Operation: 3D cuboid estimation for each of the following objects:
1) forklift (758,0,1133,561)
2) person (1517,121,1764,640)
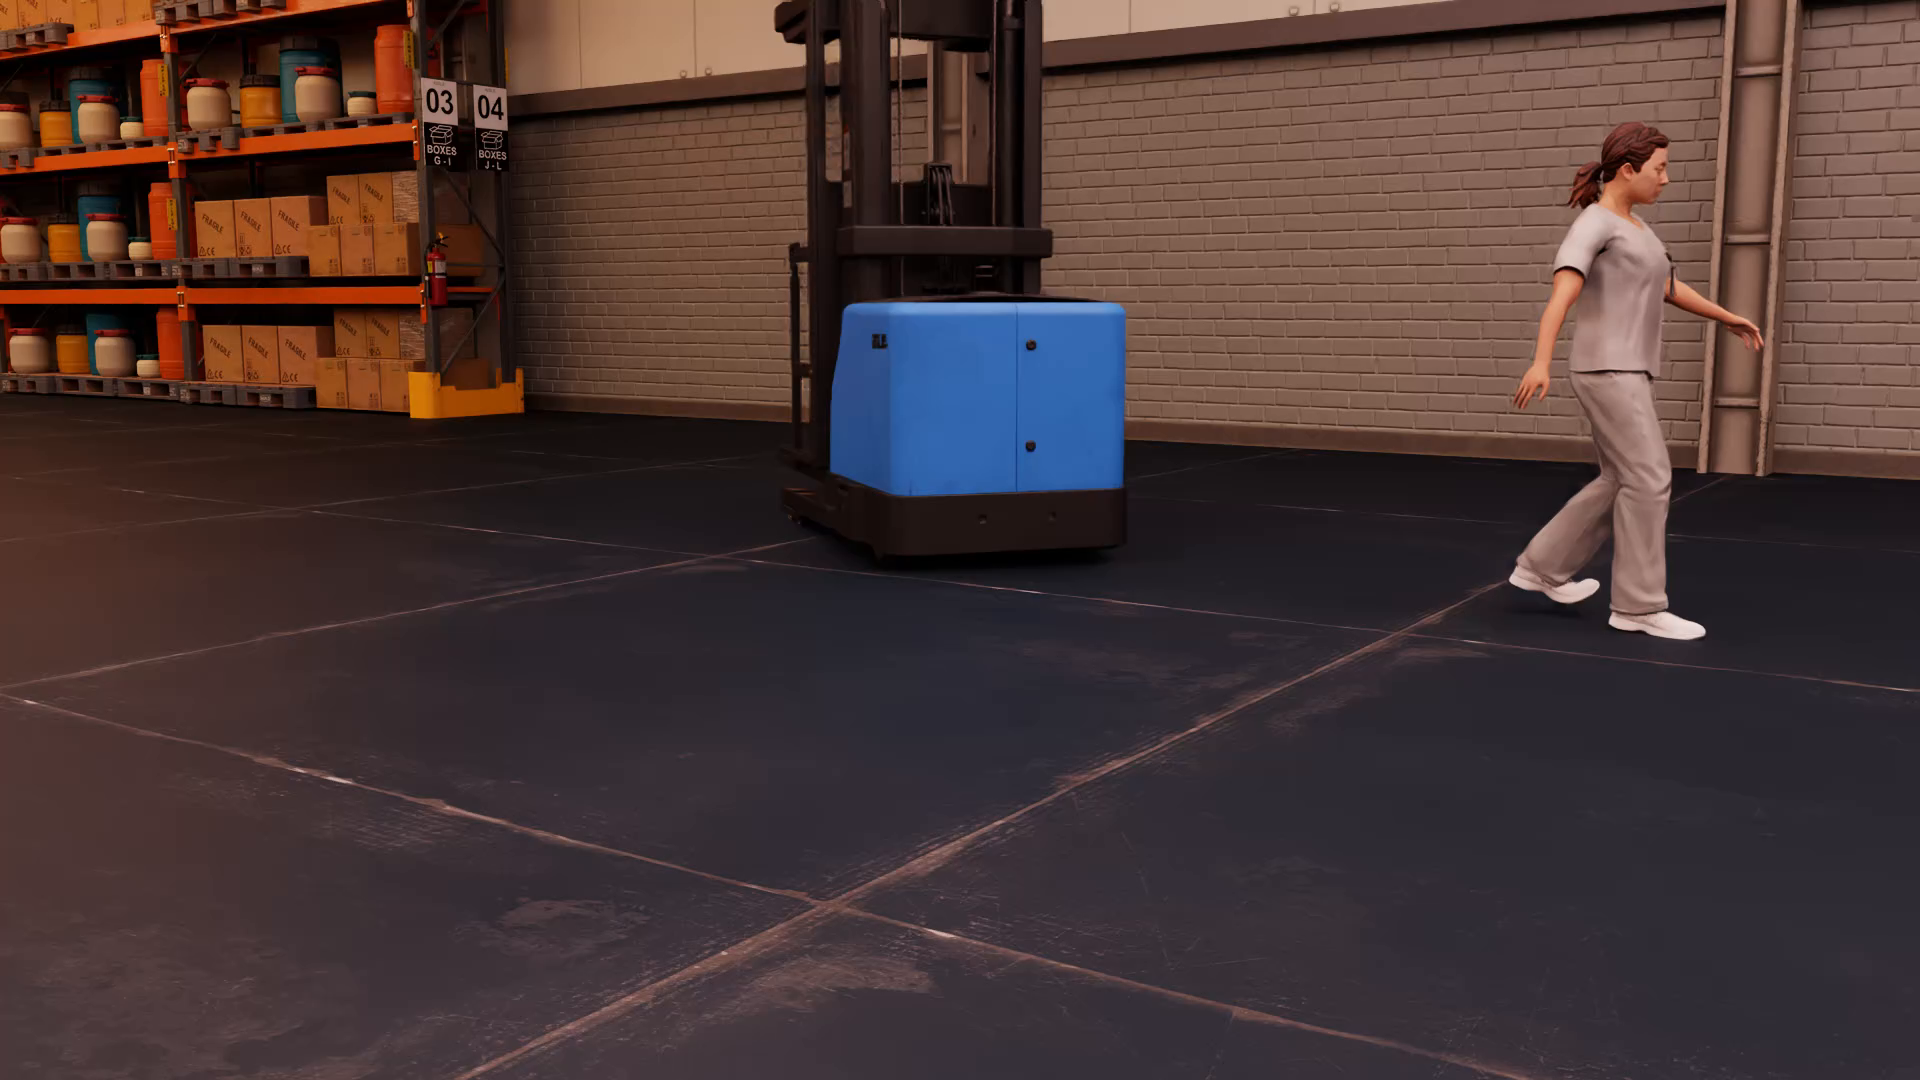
[{"bbox_3d":[-0.281,-1.535,7.990,1.130,2.935,3.031,-3,9,-21],"label":"forklift"},{"bbox_3d":[2.178,-0.529,5.474,0.696,1.659,0.791,6,10,38],"label":"person"}]
